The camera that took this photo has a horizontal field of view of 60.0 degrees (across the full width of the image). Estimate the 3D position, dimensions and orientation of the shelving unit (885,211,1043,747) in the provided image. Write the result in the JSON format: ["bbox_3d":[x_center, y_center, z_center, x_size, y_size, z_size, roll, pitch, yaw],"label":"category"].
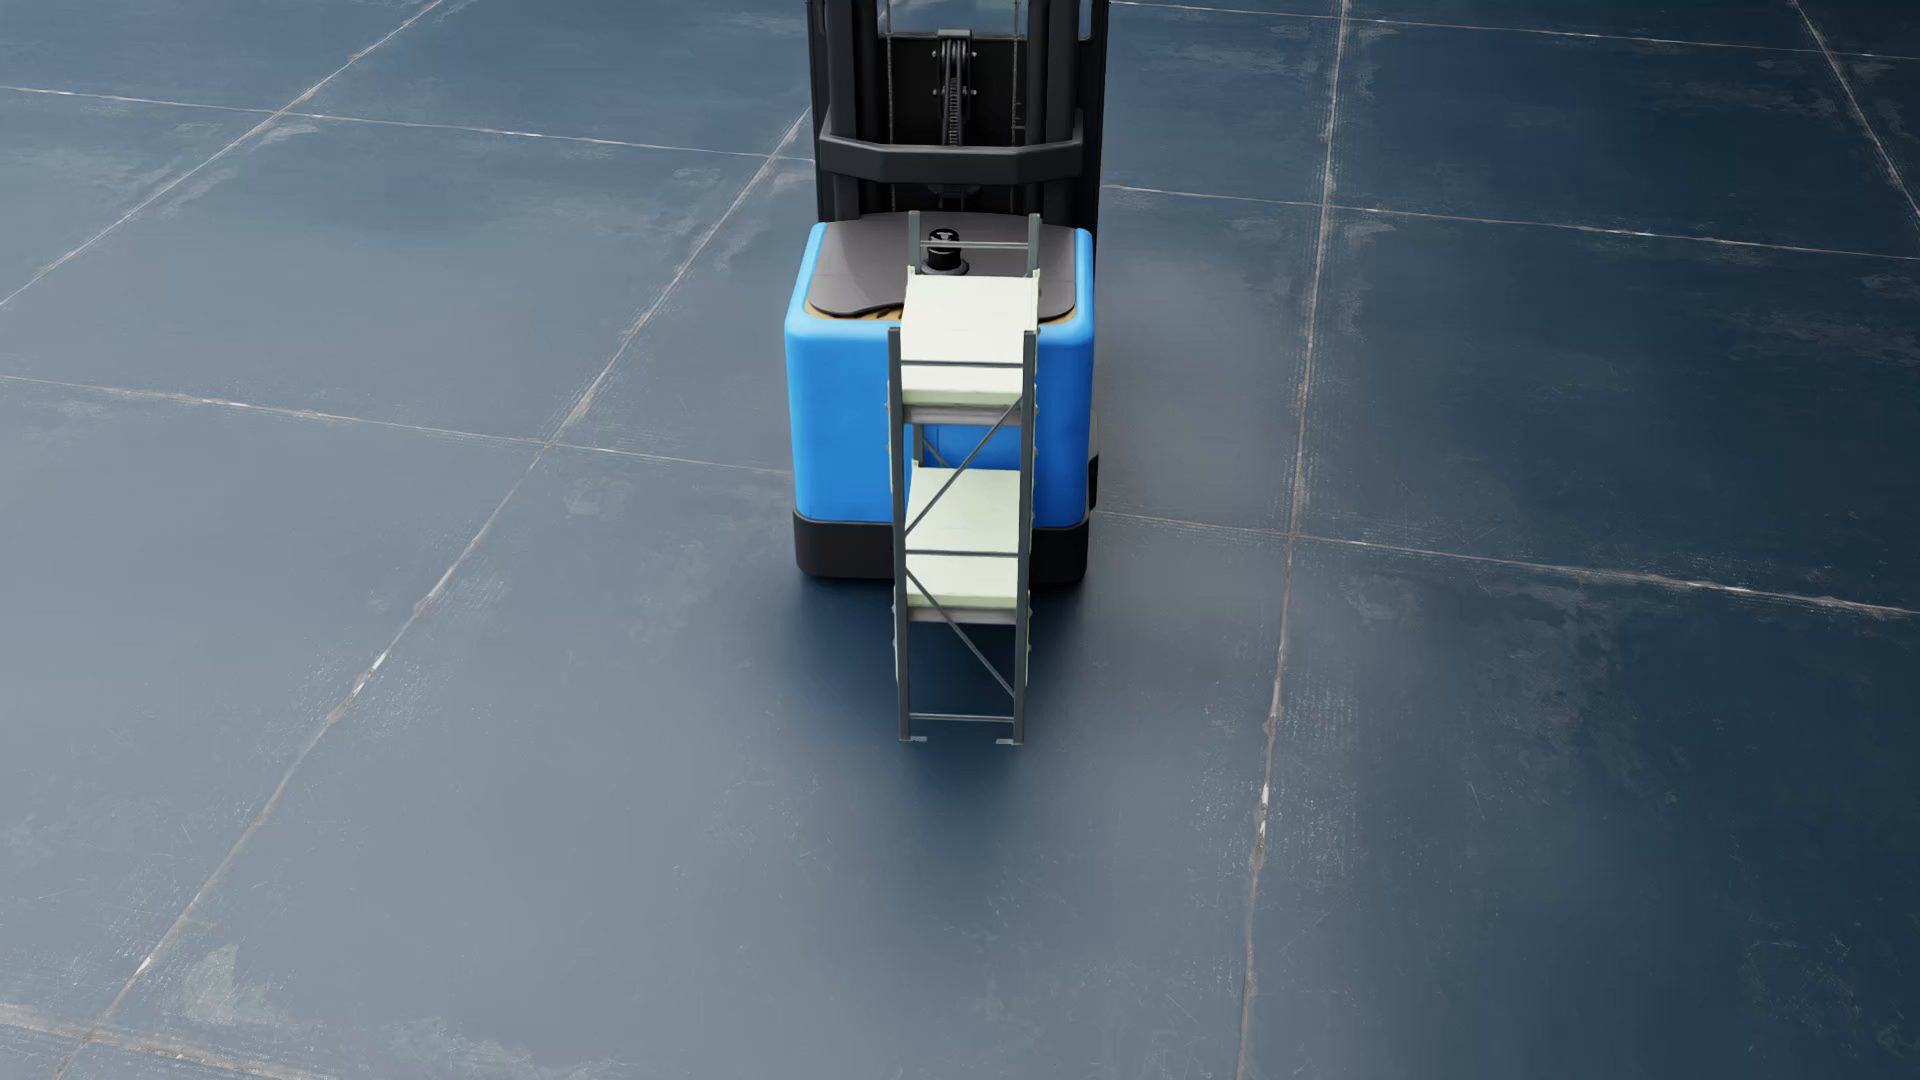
[{"bbox_3d":[0.024,-0.172,5.209,0.431,1.500,0.755,2,36,2],"label":"shelving unit"}]

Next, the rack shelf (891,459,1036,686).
[{"bbox_3d":[0.024,0.092,5.400,0.431,0.370,0.720,2,36,2],"label":"rack shelf"}]

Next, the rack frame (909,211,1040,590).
[{"bbox_3d":[0.043,-0.386,5.505,0.400,1.500,0.023,2,36,2],"label":"rack frame"}]

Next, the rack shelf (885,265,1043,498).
[{"bbox_3d":[0.024,-0.488,4.980,0.431,0.370,0.720,2,36,2],"label":"rack shelf"}]

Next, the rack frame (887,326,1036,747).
[{"bbox_3d":[0.005,0.043,4.913,0.400,1.500,0.023,2,36,2],"label":"rack frame"}]

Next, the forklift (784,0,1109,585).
[{"bbox_3d":[0.006,-1.870,6.333,1.130,2.935,3.031,2,36,2],"label":"forklift"}]
